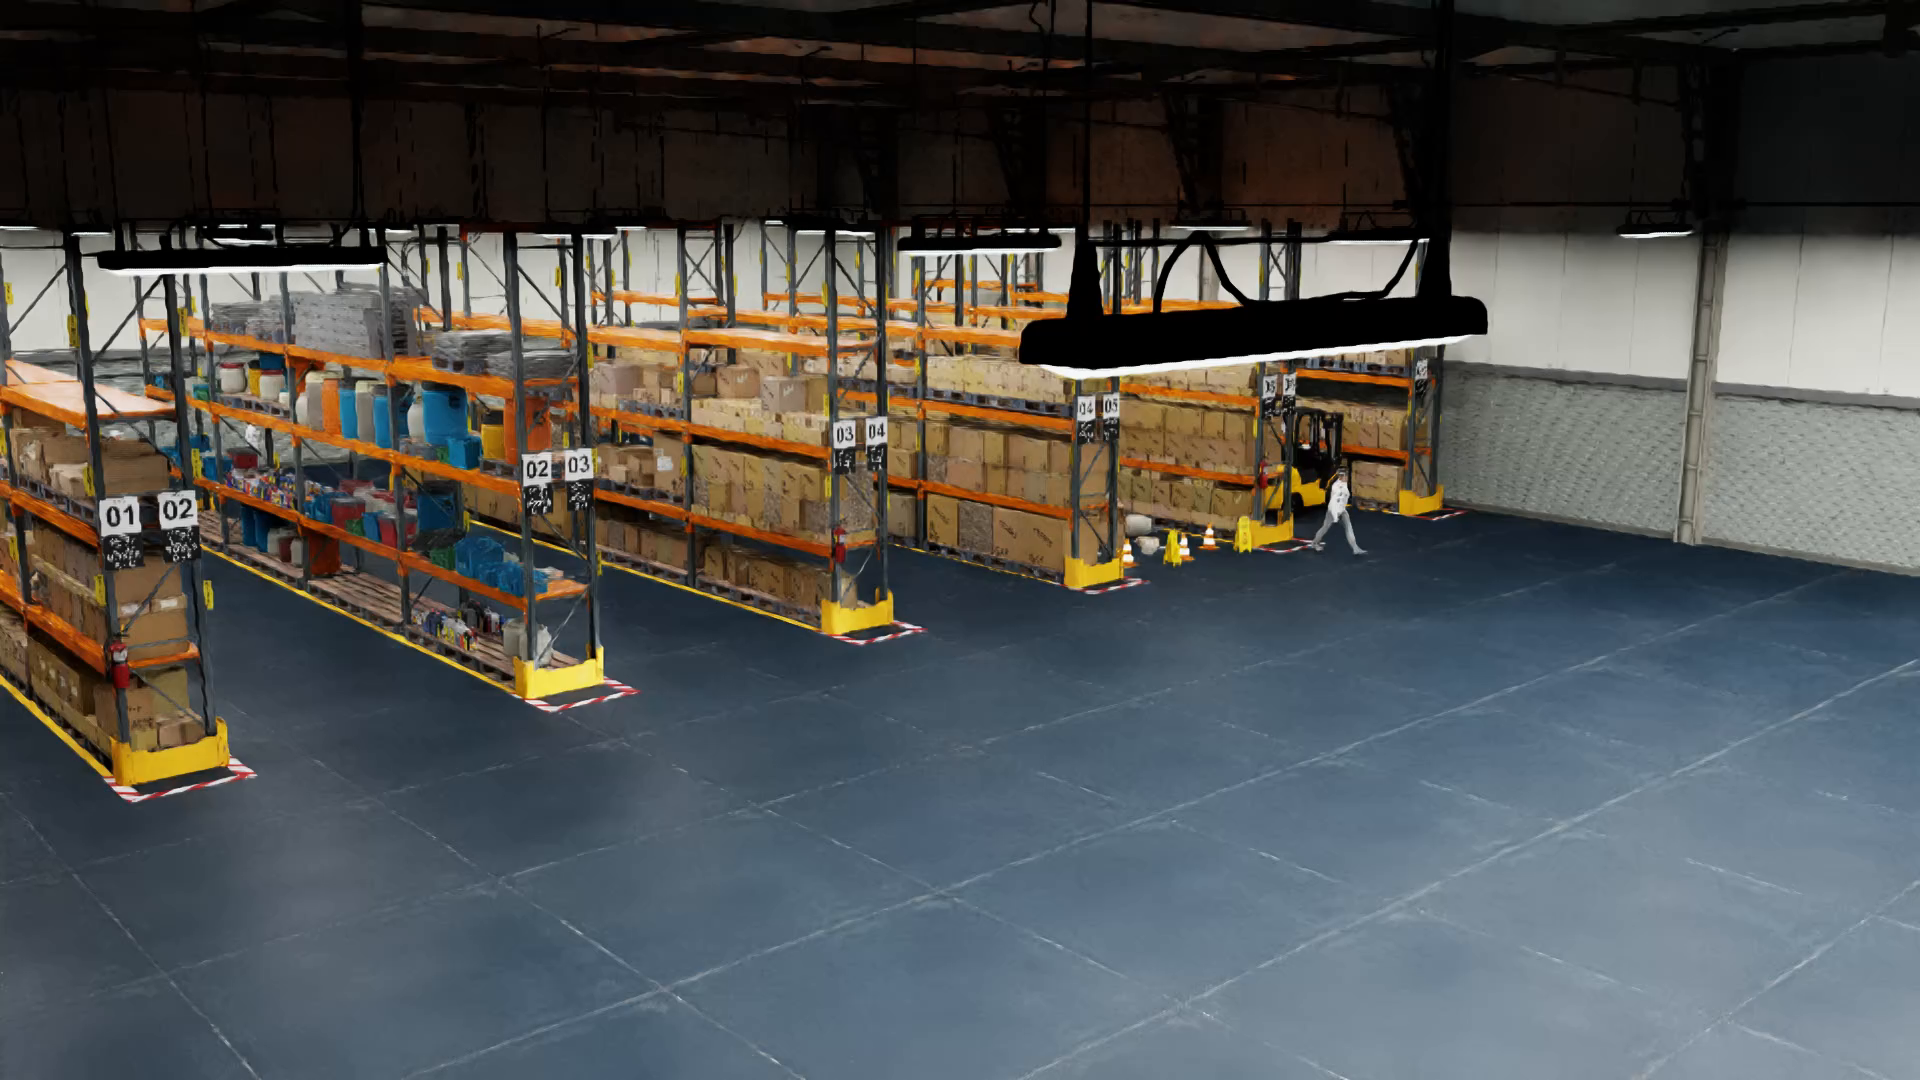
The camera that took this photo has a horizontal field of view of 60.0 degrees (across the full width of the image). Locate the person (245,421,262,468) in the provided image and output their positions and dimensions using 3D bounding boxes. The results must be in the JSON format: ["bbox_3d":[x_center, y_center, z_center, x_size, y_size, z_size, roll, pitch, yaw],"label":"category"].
[{"bbox_3d":[-15.991,-1.988,37.466,0.454,1.659,0.641,-2,12,-8],"label":"person"}]

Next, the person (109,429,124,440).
[{"bbox_3d":[-17.301,-1.396,34.202,0.529,1.784,0.702,-2,12,-8],"label":"person"}]

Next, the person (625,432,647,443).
[{"bbox_3d":[-8.784,-3.510,44.799,0.617,1.771,0.676,3,12,12],"label":"person"}]

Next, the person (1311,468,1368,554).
[{"bbox_3d":[6.943,-0.550,30.440,0.498,1.585,1.075,-11,16,-43],"label":"person"}]
